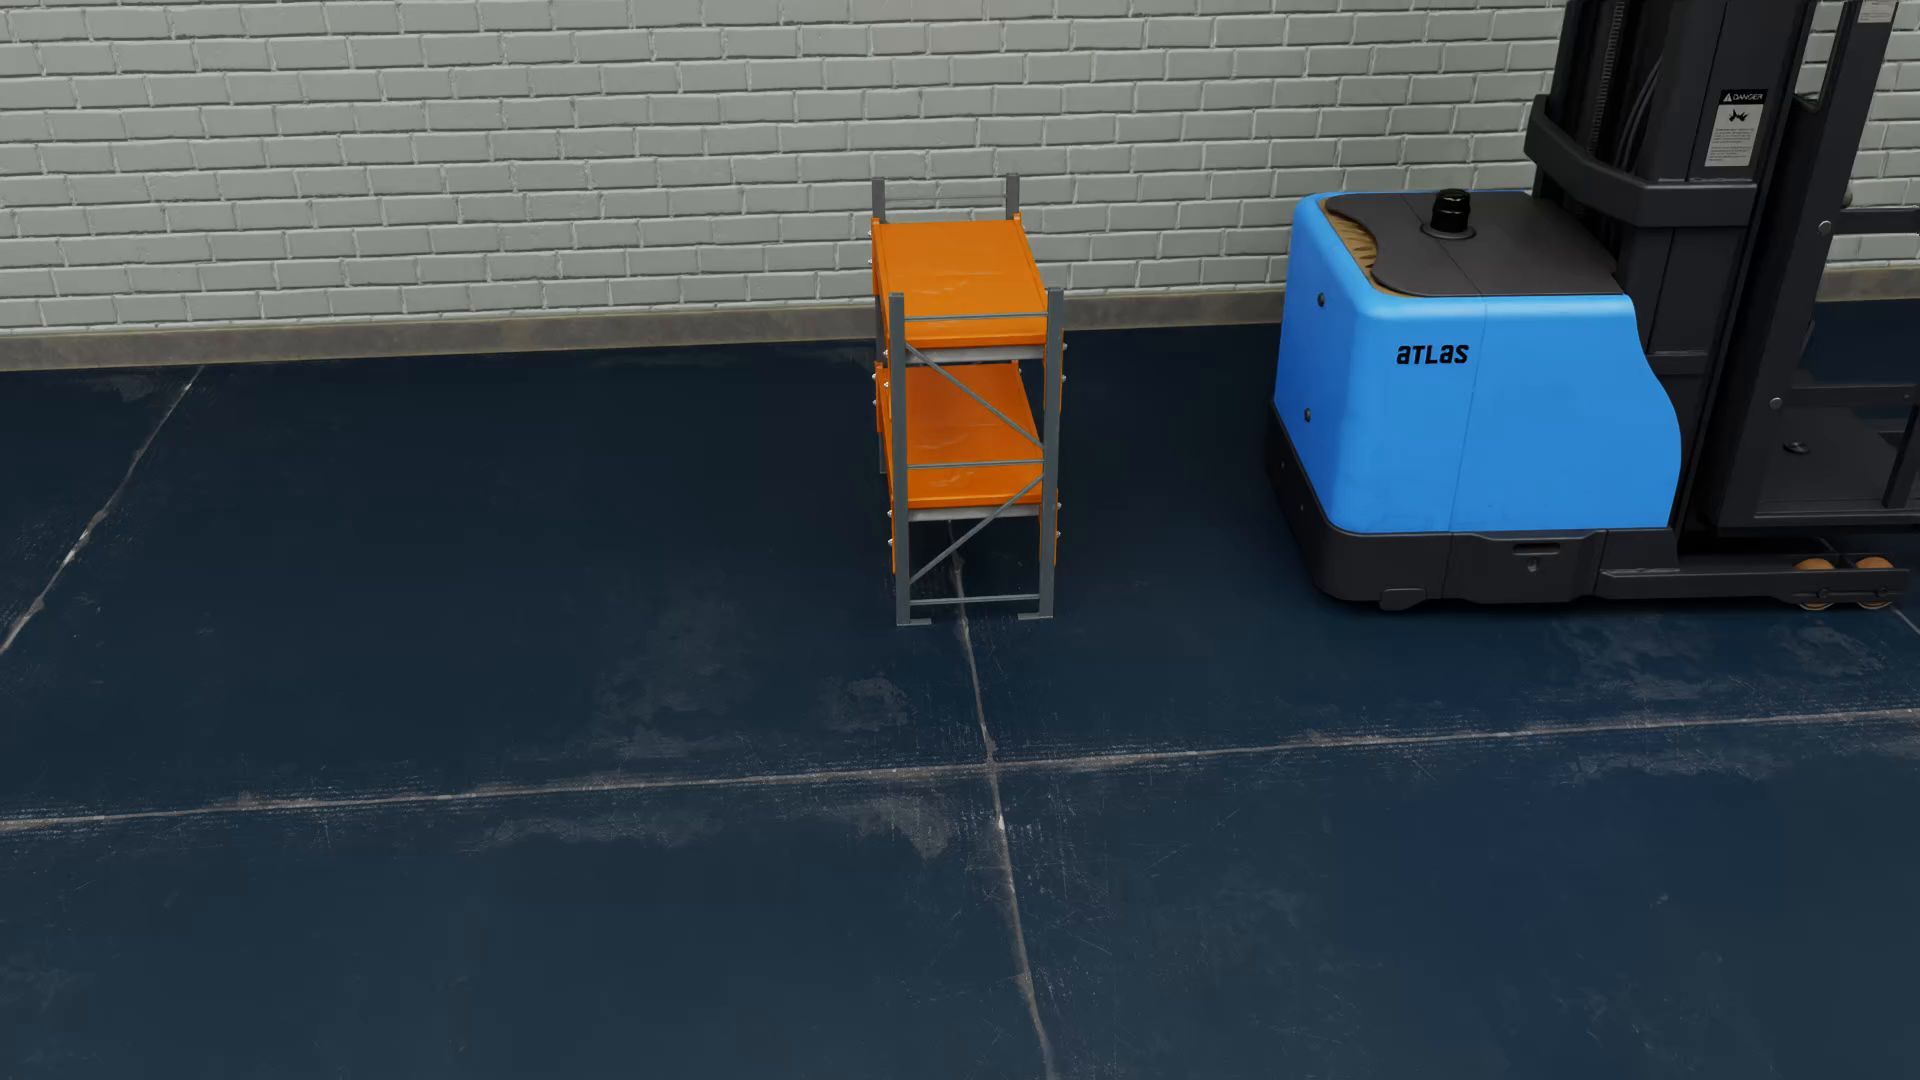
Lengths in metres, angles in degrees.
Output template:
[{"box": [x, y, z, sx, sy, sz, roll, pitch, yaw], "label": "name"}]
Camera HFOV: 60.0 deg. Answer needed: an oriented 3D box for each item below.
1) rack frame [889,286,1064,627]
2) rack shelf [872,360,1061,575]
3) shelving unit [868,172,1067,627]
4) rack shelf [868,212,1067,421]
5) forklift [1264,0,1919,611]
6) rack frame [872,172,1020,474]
[{"box": [0.047, -0.227, 5.033, 0.500, 1.125, 0.032, -3, 31, -5], "label": "rack frame"}, {"box": [-0.001, -0.276, 5.593, 0.538, 0.278, 1.000, -3, 31, -5], "label": "rack shelf"}, {"box": [-0.001, -0.486, 5.467, 0.538, 1.125, 1.048, -3, 31, -5], "label": "shelving unit"}, {"box": [-0.001, -0.738, 5.317, 0.538, 0.278, 1.000, -3, 31, -5], "label": "rack shelf"}, {"box": [2.645, -1.302, 5.072, 3.031, 2.935, 1.130, -1, 31, -2], "label": "forklift"}, {"box": [-0.048, -0.746, 5.902, 0.500, 1.125, 0.032, -3, 31, -5], "label": "rack frame"}]
